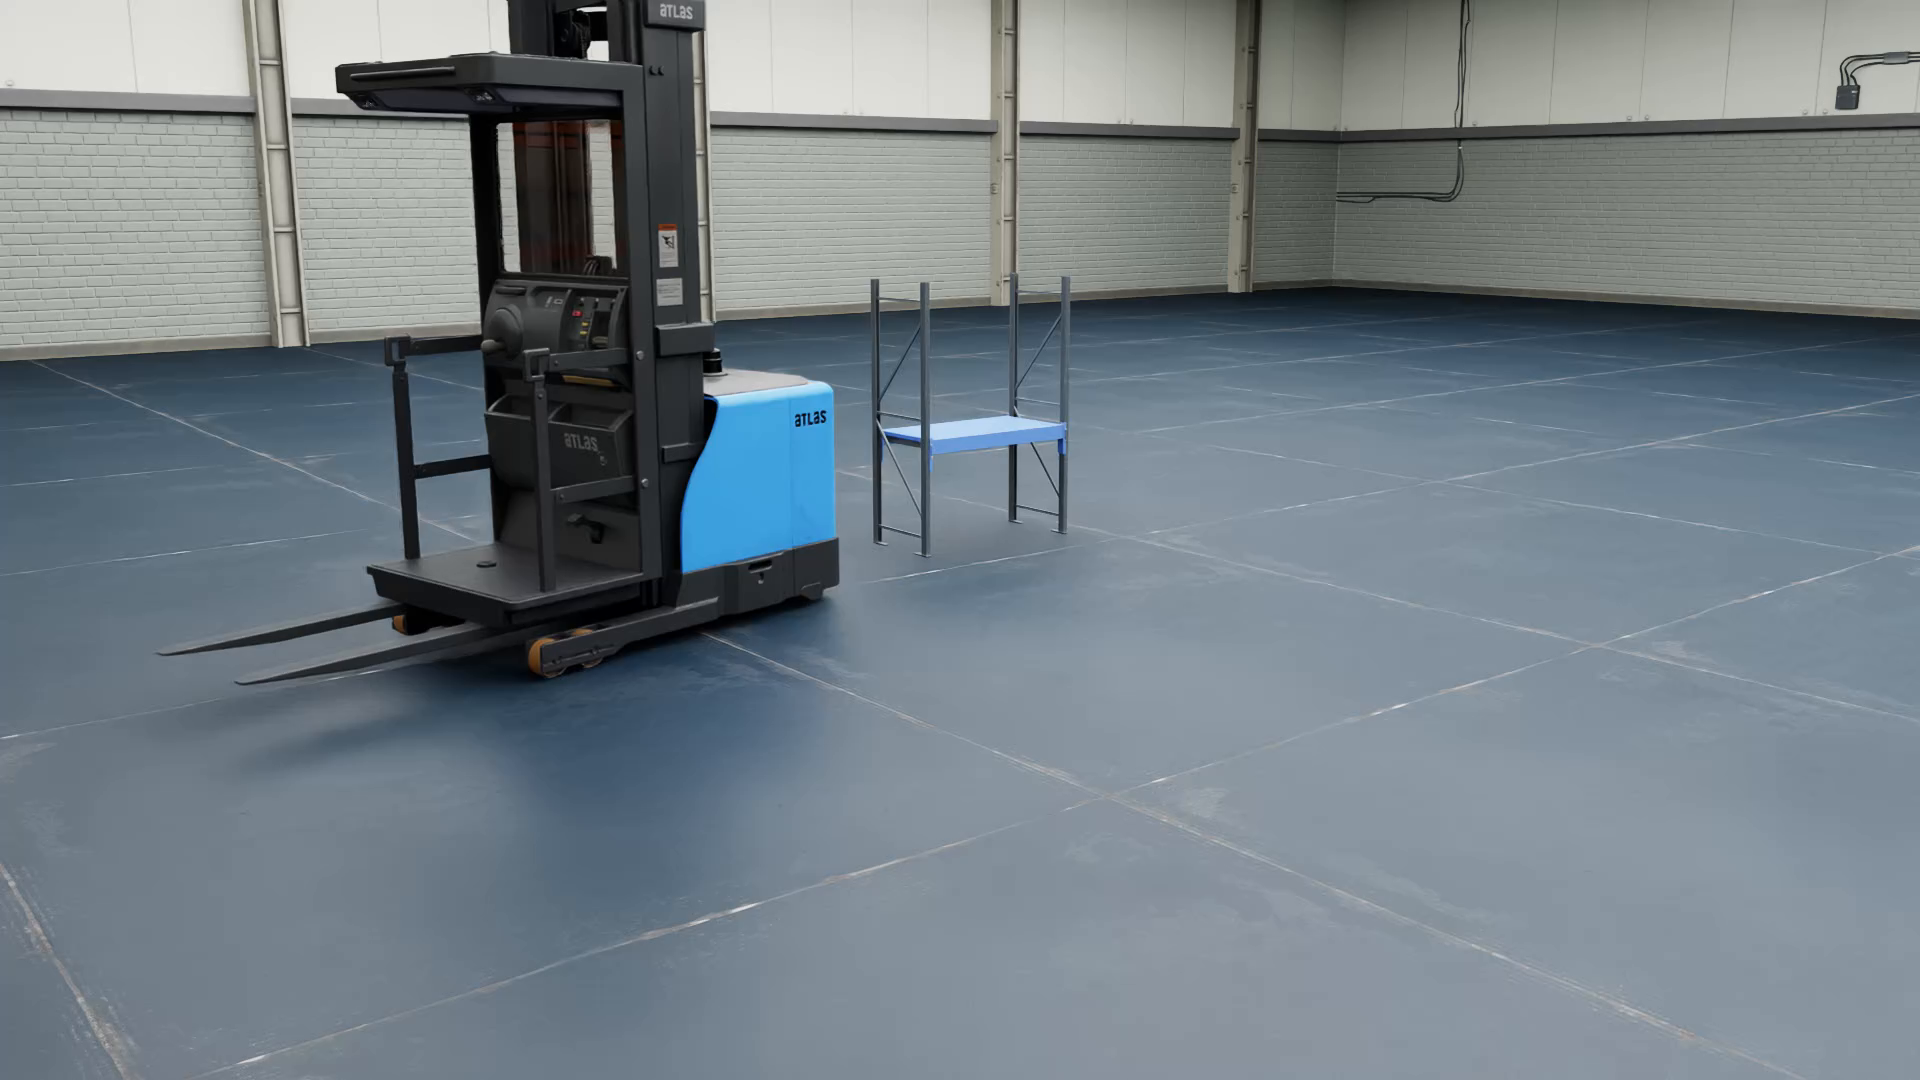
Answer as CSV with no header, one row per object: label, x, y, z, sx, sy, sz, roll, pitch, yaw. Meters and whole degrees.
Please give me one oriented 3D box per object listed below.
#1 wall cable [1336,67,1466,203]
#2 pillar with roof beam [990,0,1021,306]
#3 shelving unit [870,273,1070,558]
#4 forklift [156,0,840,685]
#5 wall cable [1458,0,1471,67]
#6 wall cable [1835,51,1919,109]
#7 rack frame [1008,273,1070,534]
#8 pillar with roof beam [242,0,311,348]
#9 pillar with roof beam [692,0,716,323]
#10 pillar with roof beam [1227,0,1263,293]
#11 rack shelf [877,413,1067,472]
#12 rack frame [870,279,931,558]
wall cable,8.573,-7.886,32.576,0.112,2.526,3.097,-9,15,-38
pillar with roof beam,3.451,-7.760,24.508,0.400,9.000,9.100,-9,15,-38
shelving unit,0.067,-0.745,9.525,1.048,1.500,0.538,-9,15,-38
forklift,-1.922,-0.976,7.171,1.130,2.935,3.031,10,15,38
wall cable,10.263,-9.917,29.985,0.112,2.526,3.097,-9,15,-38
wall cable,14.491,-9.526,24.639,0.169,6.003,2.305,-9,15,-38
rack frame,0.464,-0.811,9.836,0.032,1.500,0.500,-9,15,-38
pillar with roof beam,-5.920,-6.203,17.175,0.400,9.000,9.100,-9,15,-38
pillar with roof beam,-1.235,-6.981,20.842,0.400,9.000,9.100,-9,15,-38
pillar with roof beam,8.136,-8.538,28.175,0.400,9.000,9.100,-9,15,-38
rack shelf,0.067,-0.569,9.562,1.000,0.185,0.538,-9,15,-38
rack frame,-0.330,-0.679,9.214,0.032,1.500,0.500,-9,15,-38
